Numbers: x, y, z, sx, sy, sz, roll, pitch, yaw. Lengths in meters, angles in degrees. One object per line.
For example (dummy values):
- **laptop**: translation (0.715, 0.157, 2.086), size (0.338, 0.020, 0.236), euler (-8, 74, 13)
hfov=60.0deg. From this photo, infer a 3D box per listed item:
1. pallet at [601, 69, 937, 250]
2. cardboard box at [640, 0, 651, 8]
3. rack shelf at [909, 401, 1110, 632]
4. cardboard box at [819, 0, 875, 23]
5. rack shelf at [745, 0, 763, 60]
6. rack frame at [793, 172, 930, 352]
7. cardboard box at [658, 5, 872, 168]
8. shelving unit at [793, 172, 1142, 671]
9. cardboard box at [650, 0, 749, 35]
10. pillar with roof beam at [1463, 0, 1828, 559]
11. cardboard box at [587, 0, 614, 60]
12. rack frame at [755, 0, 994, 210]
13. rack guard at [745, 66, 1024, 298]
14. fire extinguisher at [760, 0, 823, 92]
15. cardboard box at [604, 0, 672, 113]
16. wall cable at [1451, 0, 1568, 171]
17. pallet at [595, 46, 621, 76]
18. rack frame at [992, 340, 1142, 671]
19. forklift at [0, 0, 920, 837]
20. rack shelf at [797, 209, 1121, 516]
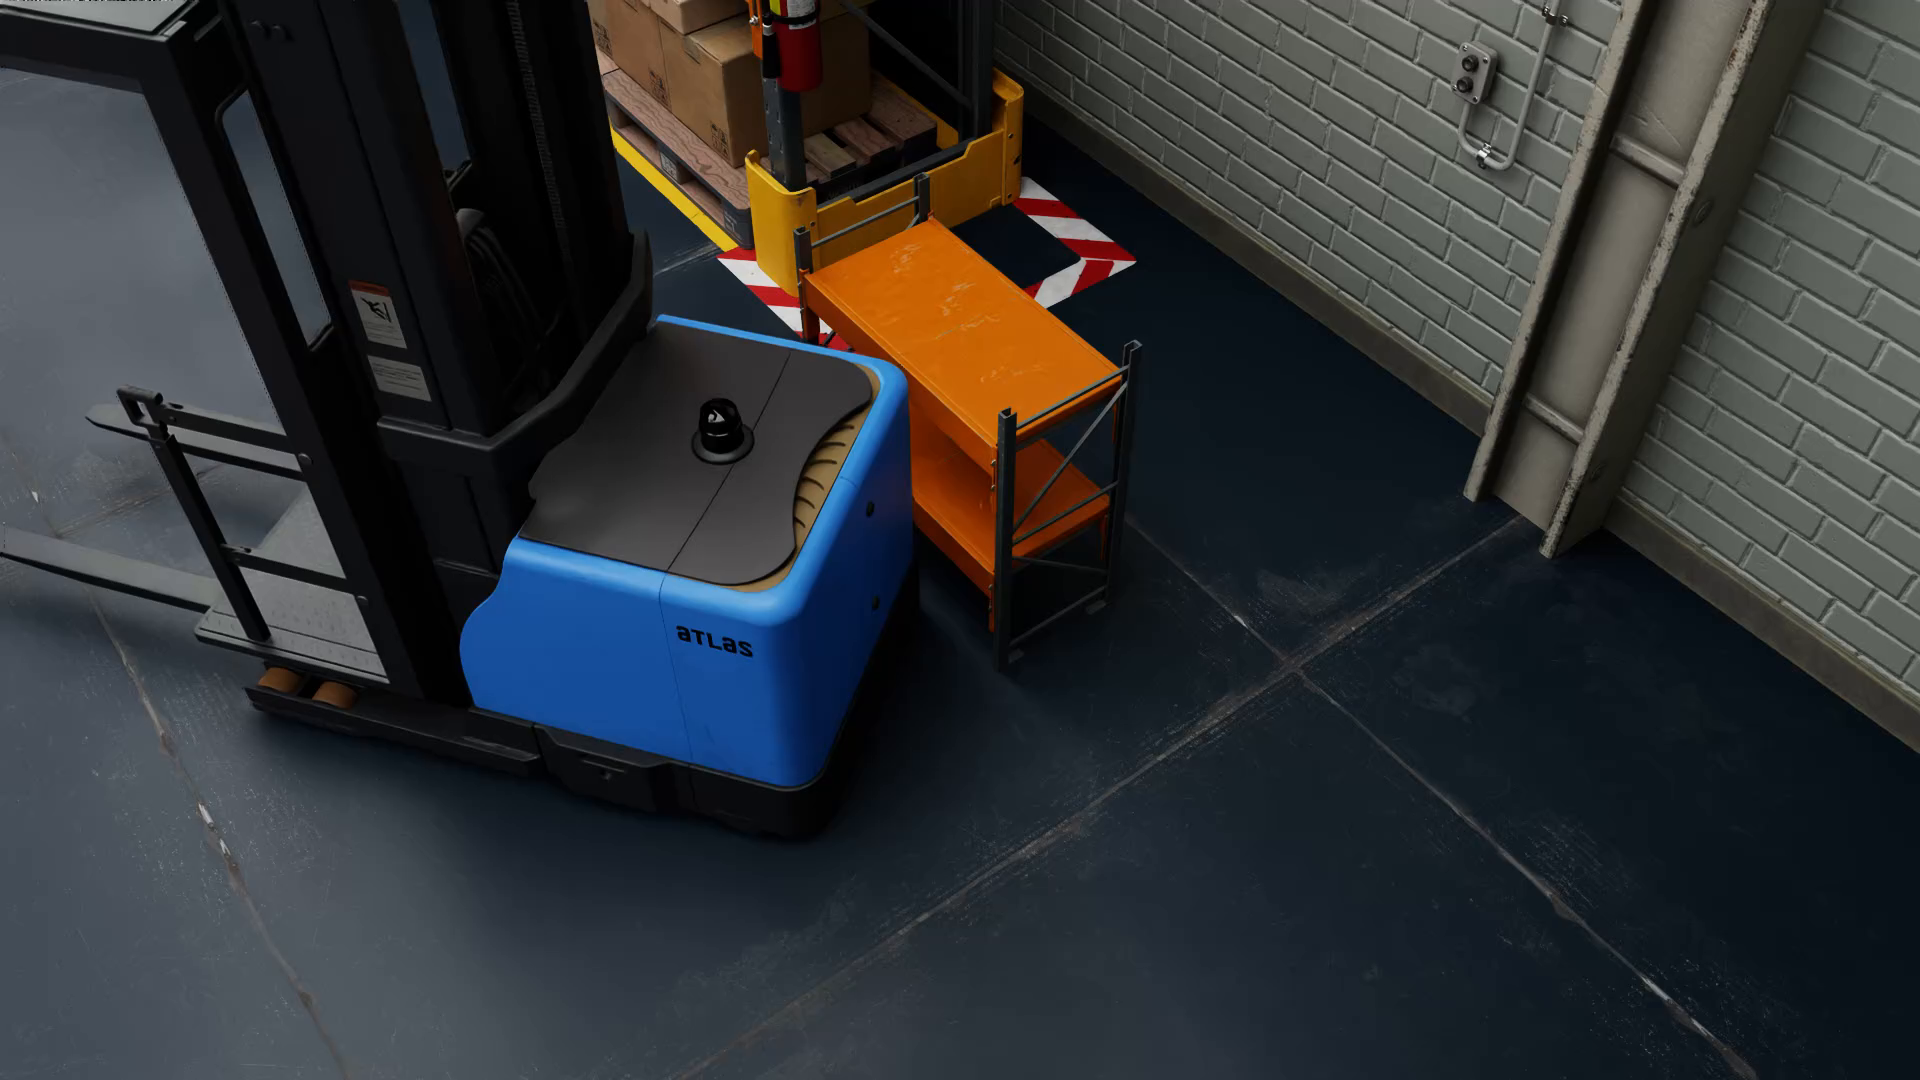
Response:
- **pallet**: translation (-0.846, -1.828, 7.265), size (1.003, 0.211, 1.213), euler (-29, 54, -24)
- **cardboard box**: translation (-1.181, -2.360, 6.831), size (0.380, 0.149, 0.250), euler (-28, 54, -23)
- **rack shelf**: translation (0.004, -0.210, 5.511), size (0.538, 0.278, 1.000), euler (-29, 54, -24)
- **cardboard box**: translation (-0.568, -2.232, 6.714), size (0.380, 0.149, 0.250), euler (-29, 54, -24)
- **rack shelf**: translation (-1.511, -3.266, 7.172), size (1.077, 0.370, 4.000), euler (-29, 54, -24)
- **rack frame**: translation (-0.304, -0.674, 5.601), size (0.500, 1.125, 0.032), euler (-29, 54, -24)
- **cardboard box**: translation (-0.803, -1.998, 6.940), size (0.700, 0.500, 0.500), euler (-29, 54, -24)
- **shelving unit**: translation (0.004, -0.374, 5.330), size (0.538, 1.125, 1.048), euler (-29, 54, -24)
- **cardboard box**: translation (-1.026, -2.210, 6.694), size (0.380, 0.149, 0.250), euler (-30, 54, -24)
- **pillar with roof beam**: translation (-1.403, -1.208, 0.771), size (9.100, 9.000, 0.400), euler (-29, 54, -24)
- **cardboard box**: translation (-1.411, -2.589, 7.476), size (0.700, 0.500, 0.500), euler (-31, 55, -25)
- **rack frame**: translation (-0.300, -2.328, 5.836), size (1.000, 3.000, 0.127), euler (-29, 54, -24)
- **rack guard**: translation (-0.285, -1.475, 6.750), size (1.175, 0.500, 0.348), euler (-29, 54, -24)
- **fire extinguisher**: translation (-0.576, -1.881, 5.735), size (0.296, 0.674, 0.183), euler (-29, 54, -24)
- **cardboard box**: translation (-1.106, -2.293, 7.208), size (0.700, 0.500, 0.500), euler (-30, 54, -24)
- **wall cable**: translation (1.228, -2.339, 5.160), size (0.084, 1.984, 1.851), euler (-29, 54, -24)
- **pallet**: translation (-1.581, -2.547, 7.917), size (1.003, 0.211, 1.213), euler (-29, 54, -24)
- **rack frame**: translation (0.312, -0.074, 5.058), size (0.500, 1.125, 0.032), euler (-29, 54, -24)
- **forklift**: translation (-1.708, -0.746, 4.448), size (3.031, 2.935, 1.130), euler (13, 49, 11)
- **rack shelf**: translation (0.004, -0.570, 5.113), size (0.538, 0.278, 1.000), euler (-29, 54, -24)
